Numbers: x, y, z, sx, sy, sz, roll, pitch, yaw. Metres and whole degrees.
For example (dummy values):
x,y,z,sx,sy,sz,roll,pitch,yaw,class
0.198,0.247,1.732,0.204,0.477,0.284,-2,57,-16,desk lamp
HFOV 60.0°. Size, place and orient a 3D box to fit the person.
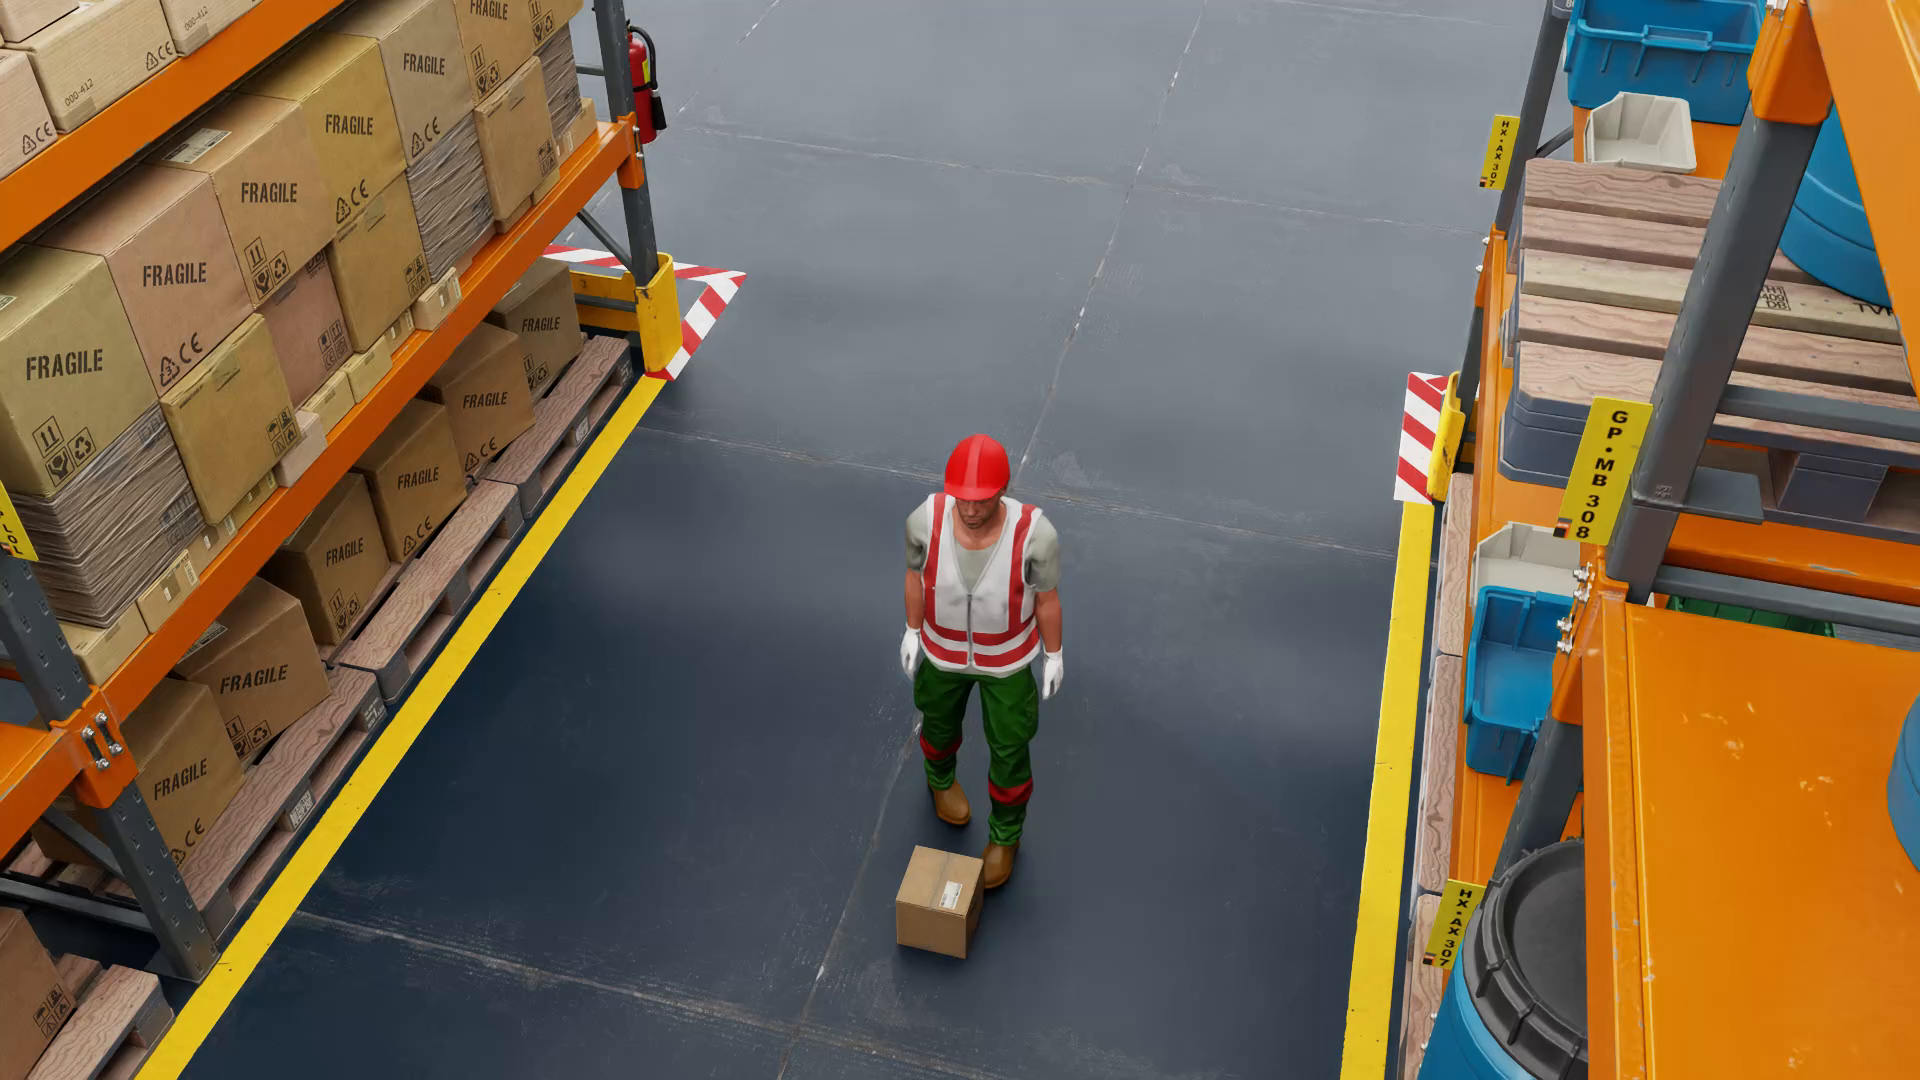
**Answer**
x,y,z,sx,sy,sz,roll,pitch,yaw,class
0.059,0.423,5.642,0.575,1.791,0.554,7,41,8,person
